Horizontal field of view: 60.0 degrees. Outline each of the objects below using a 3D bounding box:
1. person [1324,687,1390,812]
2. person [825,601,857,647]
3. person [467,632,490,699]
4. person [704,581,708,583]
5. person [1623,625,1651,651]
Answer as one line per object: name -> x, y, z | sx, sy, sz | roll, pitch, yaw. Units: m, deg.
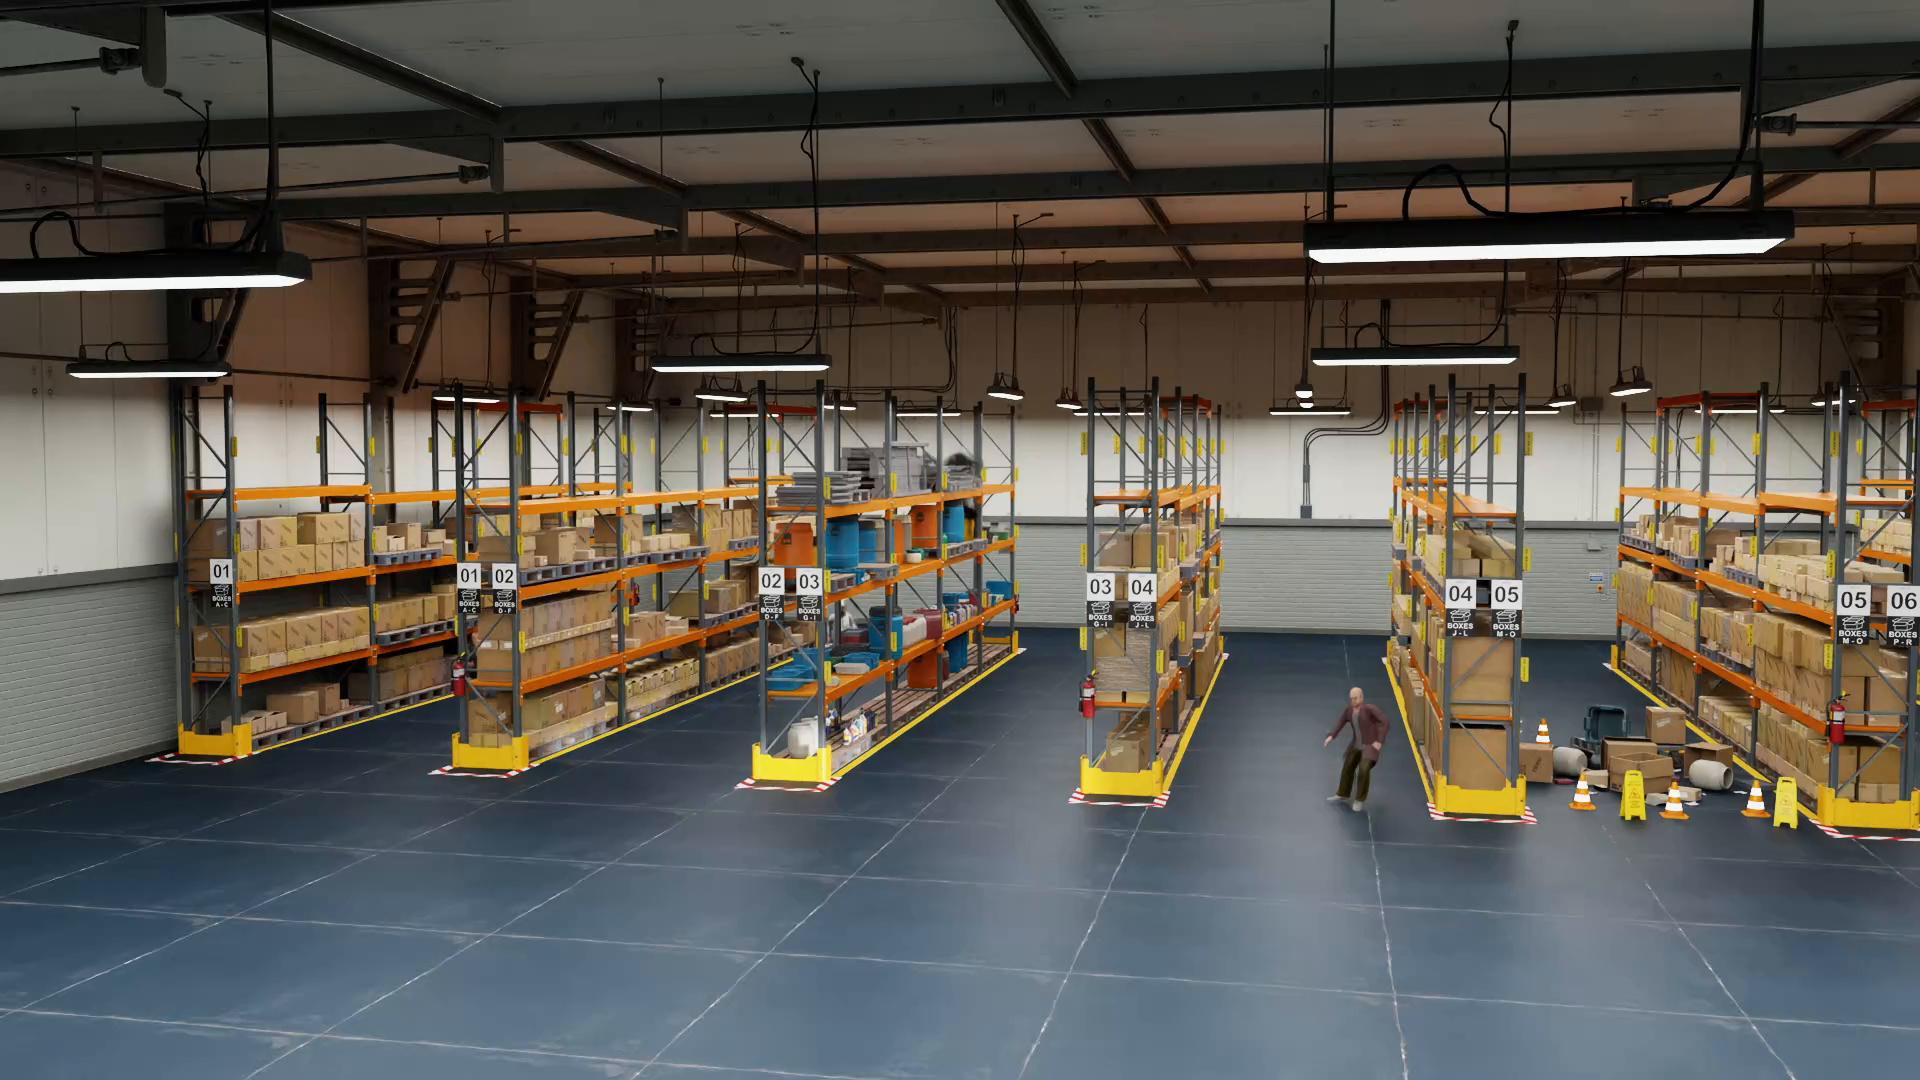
person -> 5.429, 2.922, 22.953 | 0.649, 1.578, 0.927 | -2, 4, -34
person -> -2.539, 2.161, 36.137 | 0.656, 1.739, 0.827 | -2, 4, -28
person -> -8.662, 2.489, 30.057 | 0.651, 1.694, 0.976 | 0, 3, -5
person -> -6.055, 1.875, 40.106 | 0.658, 1.802, 0.822 | 1, 3, 19
person -> 16.186, 1.931, 39.604 | 0.967, 1.647, 0.571 | 0, 3, -1
